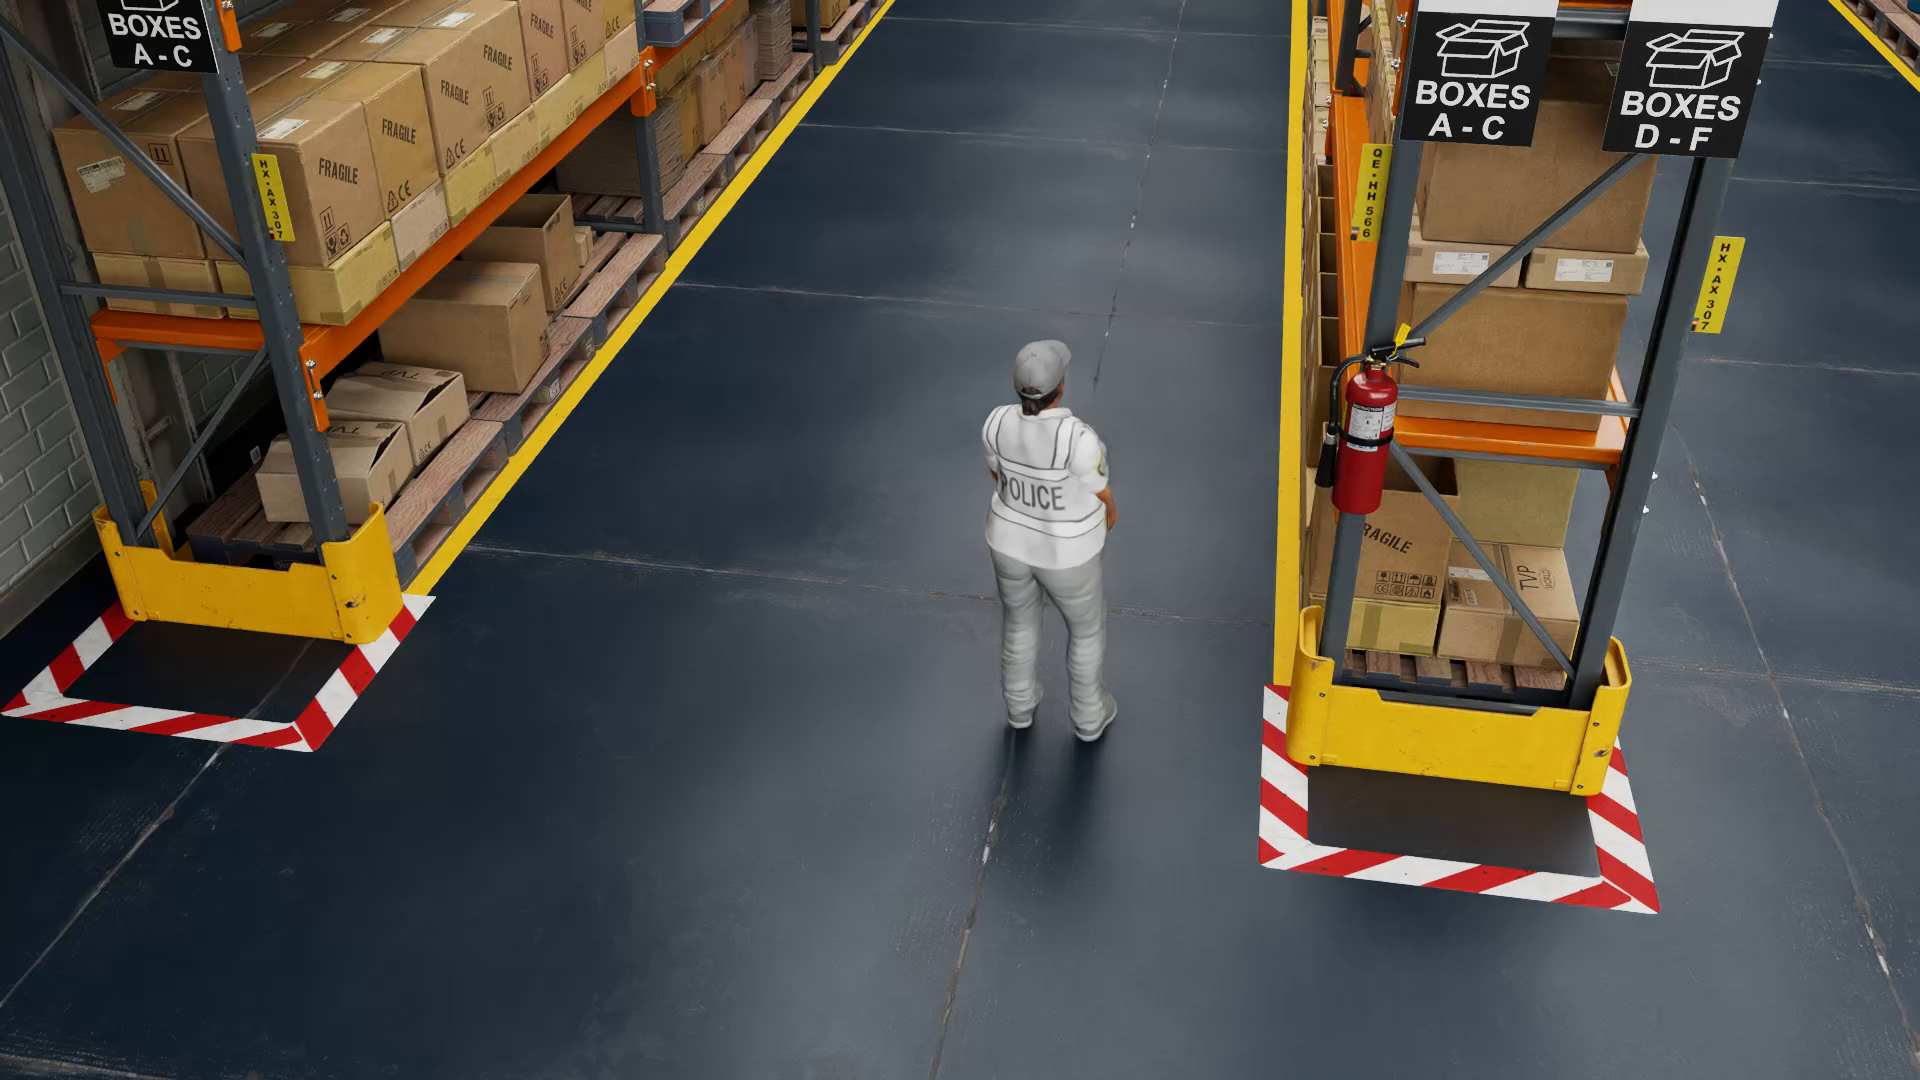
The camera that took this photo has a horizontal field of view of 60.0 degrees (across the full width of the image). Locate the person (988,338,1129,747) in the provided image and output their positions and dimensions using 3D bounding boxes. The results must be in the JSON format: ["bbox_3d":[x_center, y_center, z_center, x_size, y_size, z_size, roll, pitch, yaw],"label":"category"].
[{"bbox_3d":[0.373,-0.010,6.122,0.522,1.671,0.489,-12,35,-18],"label":"person"}]
